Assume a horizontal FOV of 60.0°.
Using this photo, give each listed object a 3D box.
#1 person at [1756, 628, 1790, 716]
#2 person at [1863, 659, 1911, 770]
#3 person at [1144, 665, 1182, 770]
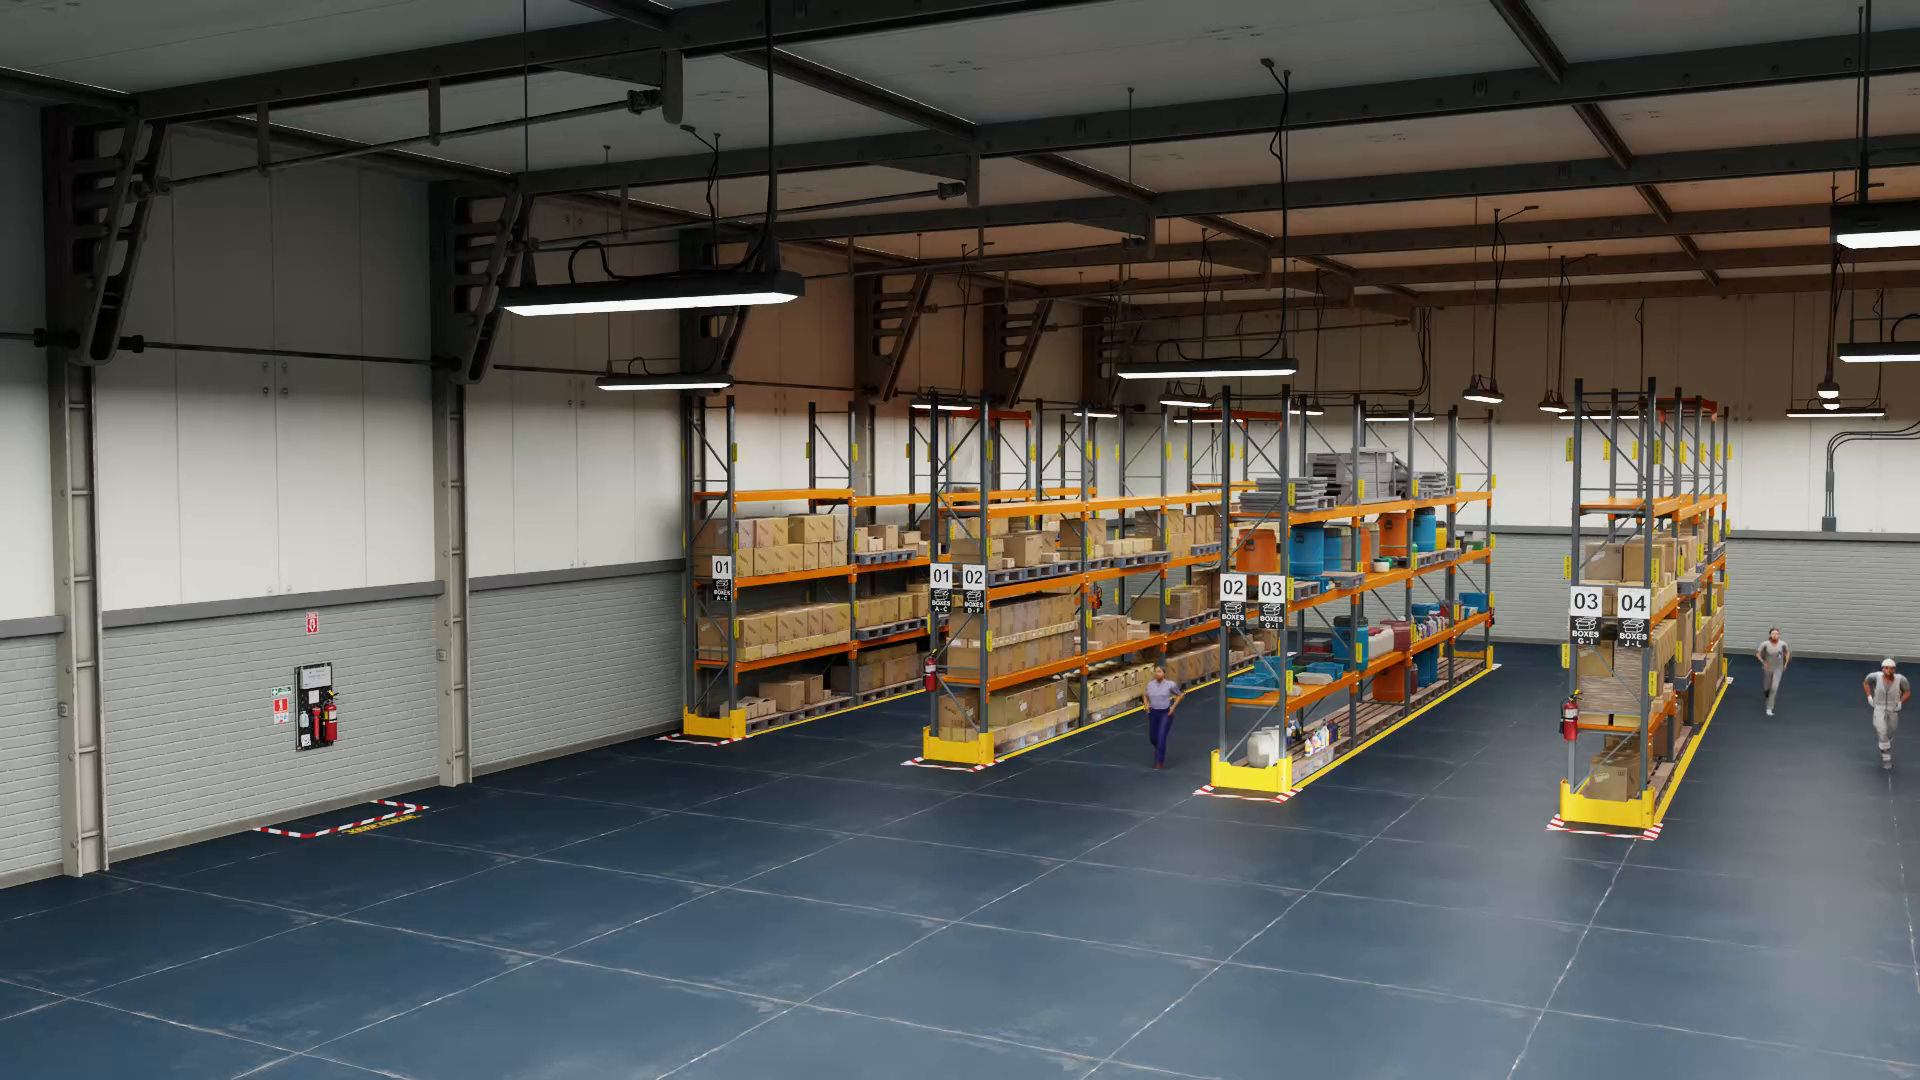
[{"bbox_3d":[15.631,2.505,31.977,0.589,1.658,0.882,1,3,22],"label":"person"},{"bbox_3d":[14.858,2.753,26.680,0.670,1.780,0.996,2,3,29],"label":"person"},{"bbox_3d":[3.232,2.813,26.527,0.621,1.643,0.776,1,3,25],"label":"person"}]
